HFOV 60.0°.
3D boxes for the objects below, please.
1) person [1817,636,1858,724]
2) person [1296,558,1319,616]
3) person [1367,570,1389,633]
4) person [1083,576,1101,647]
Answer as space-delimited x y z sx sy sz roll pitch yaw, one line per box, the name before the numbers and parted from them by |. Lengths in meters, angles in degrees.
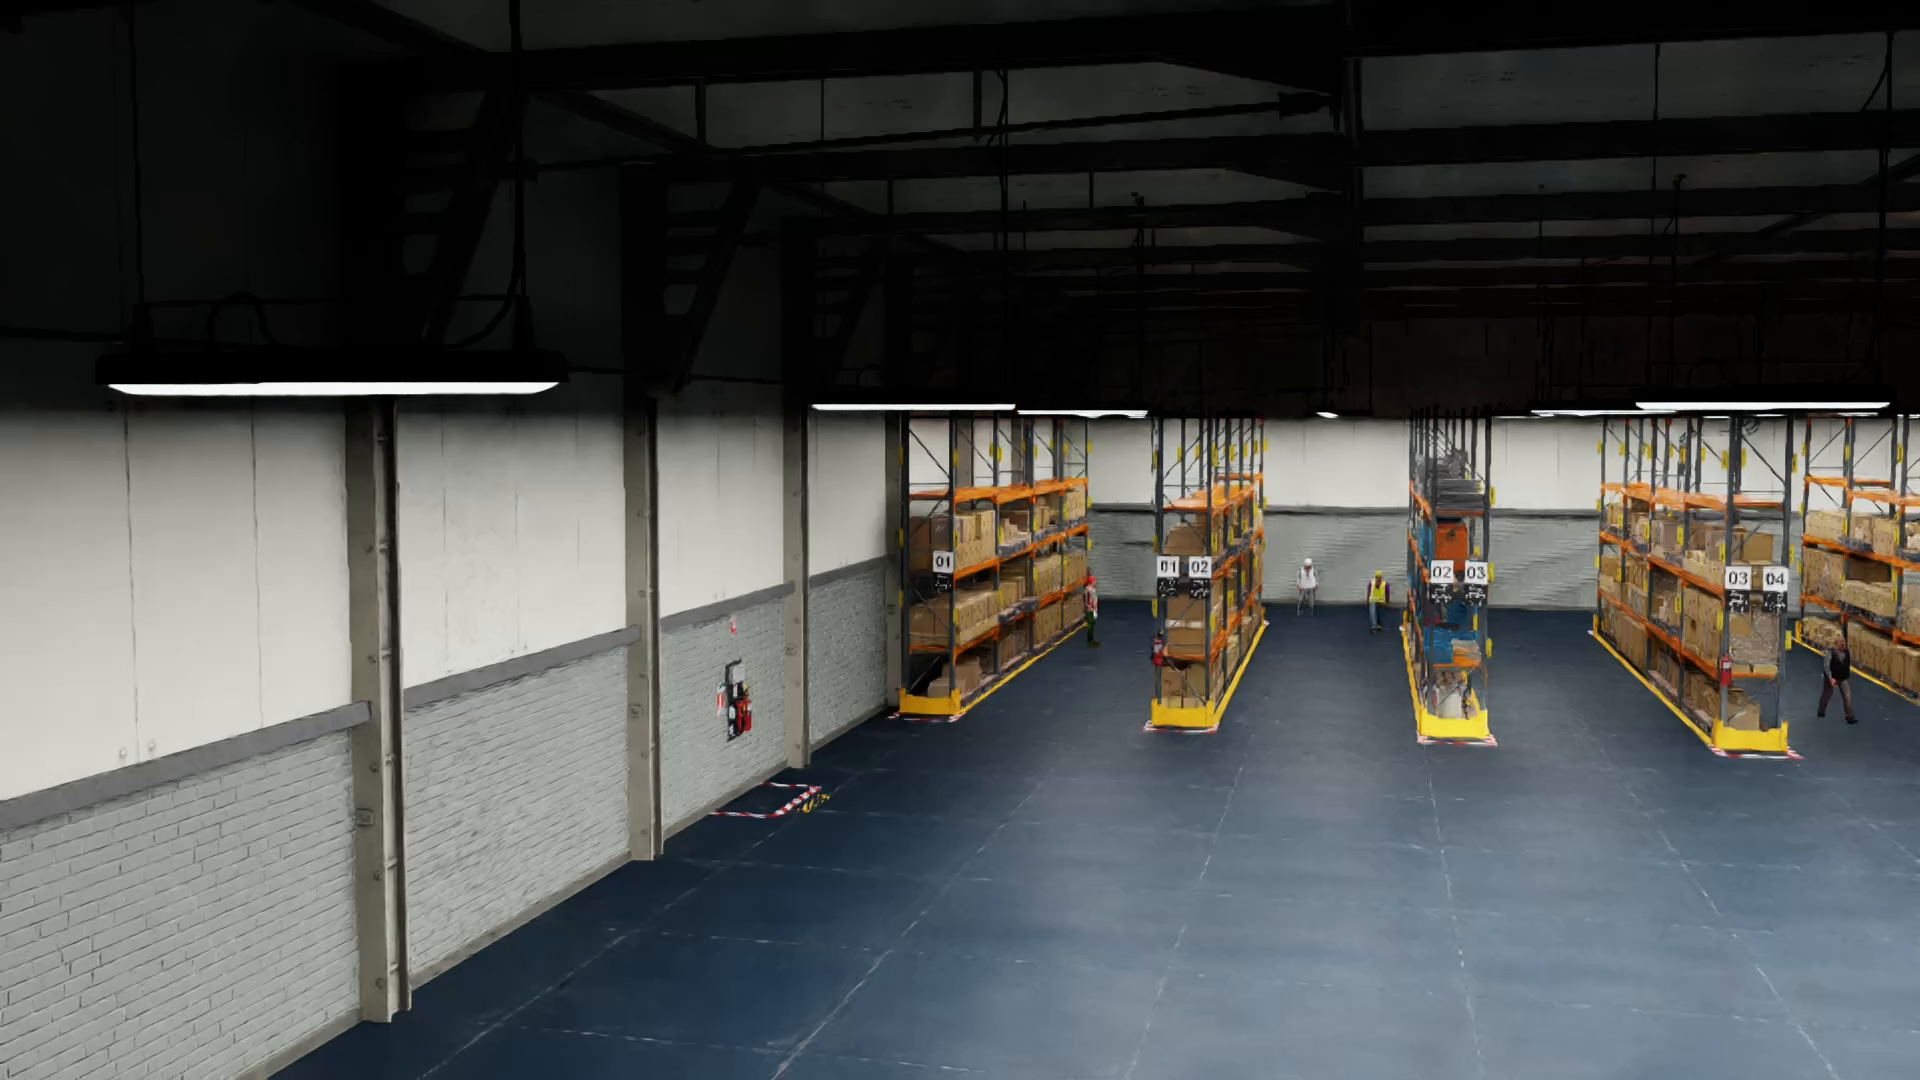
person | 16.638 2.626 31.540 0.564 1.643 1.088 0 4 5
person | 10.182 1.372 48.766 0.677 1.726 0.574 1 4 11
person | 11.288 1.645 44.878 0.577 1.687 1.115 1 4 12
person | 3.395 1.794 42.173 0.500 1.789 0.621 -1 4 -19
